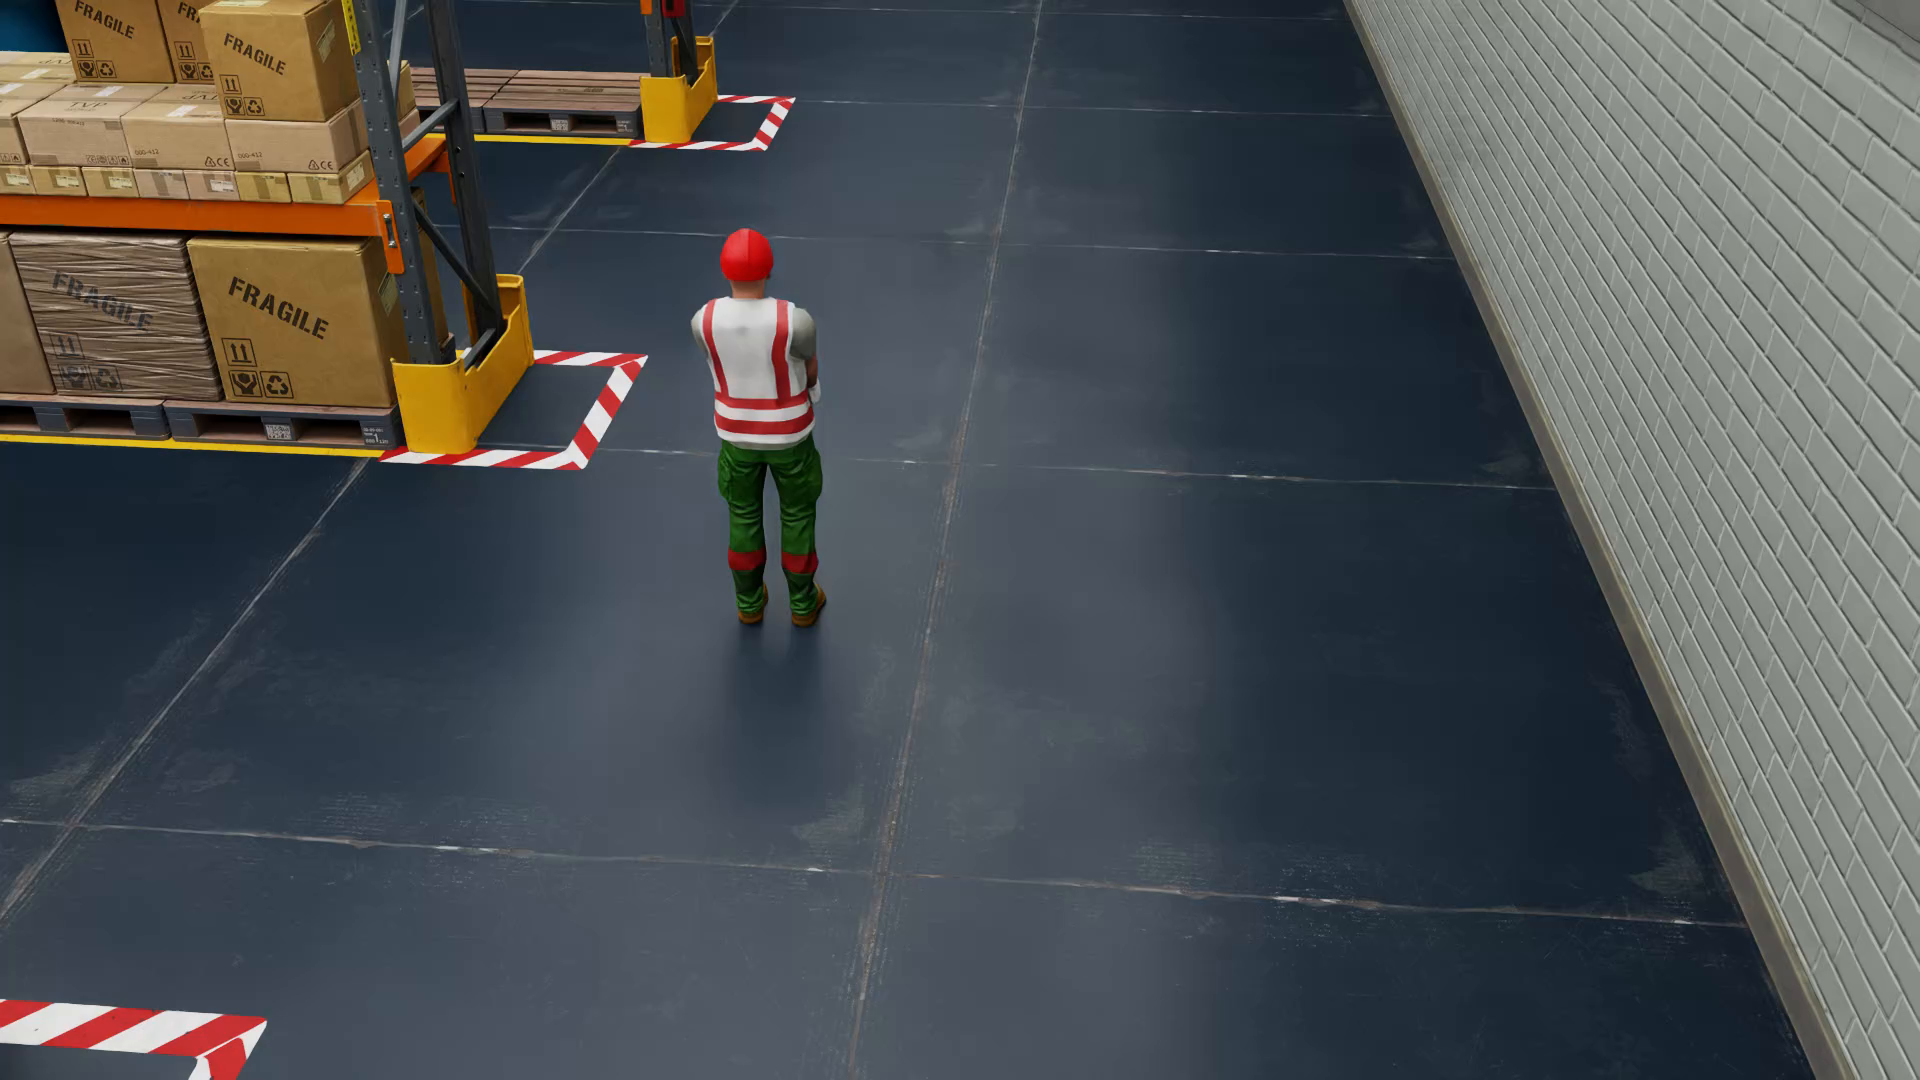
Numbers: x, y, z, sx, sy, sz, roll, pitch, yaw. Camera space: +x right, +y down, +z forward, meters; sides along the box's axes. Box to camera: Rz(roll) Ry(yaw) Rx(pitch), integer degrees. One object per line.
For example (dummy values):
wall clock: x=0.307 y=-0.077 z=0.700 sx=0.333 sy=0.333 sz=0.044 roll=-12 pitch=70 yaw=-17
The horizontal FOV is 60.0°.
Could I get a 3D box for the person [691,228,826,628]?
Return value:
person: x=-0.800 y=-0.498 z=6.921 sx=0.495 sy=1.785 sz=0.561 roll=3 pitch=32 yaw=5
